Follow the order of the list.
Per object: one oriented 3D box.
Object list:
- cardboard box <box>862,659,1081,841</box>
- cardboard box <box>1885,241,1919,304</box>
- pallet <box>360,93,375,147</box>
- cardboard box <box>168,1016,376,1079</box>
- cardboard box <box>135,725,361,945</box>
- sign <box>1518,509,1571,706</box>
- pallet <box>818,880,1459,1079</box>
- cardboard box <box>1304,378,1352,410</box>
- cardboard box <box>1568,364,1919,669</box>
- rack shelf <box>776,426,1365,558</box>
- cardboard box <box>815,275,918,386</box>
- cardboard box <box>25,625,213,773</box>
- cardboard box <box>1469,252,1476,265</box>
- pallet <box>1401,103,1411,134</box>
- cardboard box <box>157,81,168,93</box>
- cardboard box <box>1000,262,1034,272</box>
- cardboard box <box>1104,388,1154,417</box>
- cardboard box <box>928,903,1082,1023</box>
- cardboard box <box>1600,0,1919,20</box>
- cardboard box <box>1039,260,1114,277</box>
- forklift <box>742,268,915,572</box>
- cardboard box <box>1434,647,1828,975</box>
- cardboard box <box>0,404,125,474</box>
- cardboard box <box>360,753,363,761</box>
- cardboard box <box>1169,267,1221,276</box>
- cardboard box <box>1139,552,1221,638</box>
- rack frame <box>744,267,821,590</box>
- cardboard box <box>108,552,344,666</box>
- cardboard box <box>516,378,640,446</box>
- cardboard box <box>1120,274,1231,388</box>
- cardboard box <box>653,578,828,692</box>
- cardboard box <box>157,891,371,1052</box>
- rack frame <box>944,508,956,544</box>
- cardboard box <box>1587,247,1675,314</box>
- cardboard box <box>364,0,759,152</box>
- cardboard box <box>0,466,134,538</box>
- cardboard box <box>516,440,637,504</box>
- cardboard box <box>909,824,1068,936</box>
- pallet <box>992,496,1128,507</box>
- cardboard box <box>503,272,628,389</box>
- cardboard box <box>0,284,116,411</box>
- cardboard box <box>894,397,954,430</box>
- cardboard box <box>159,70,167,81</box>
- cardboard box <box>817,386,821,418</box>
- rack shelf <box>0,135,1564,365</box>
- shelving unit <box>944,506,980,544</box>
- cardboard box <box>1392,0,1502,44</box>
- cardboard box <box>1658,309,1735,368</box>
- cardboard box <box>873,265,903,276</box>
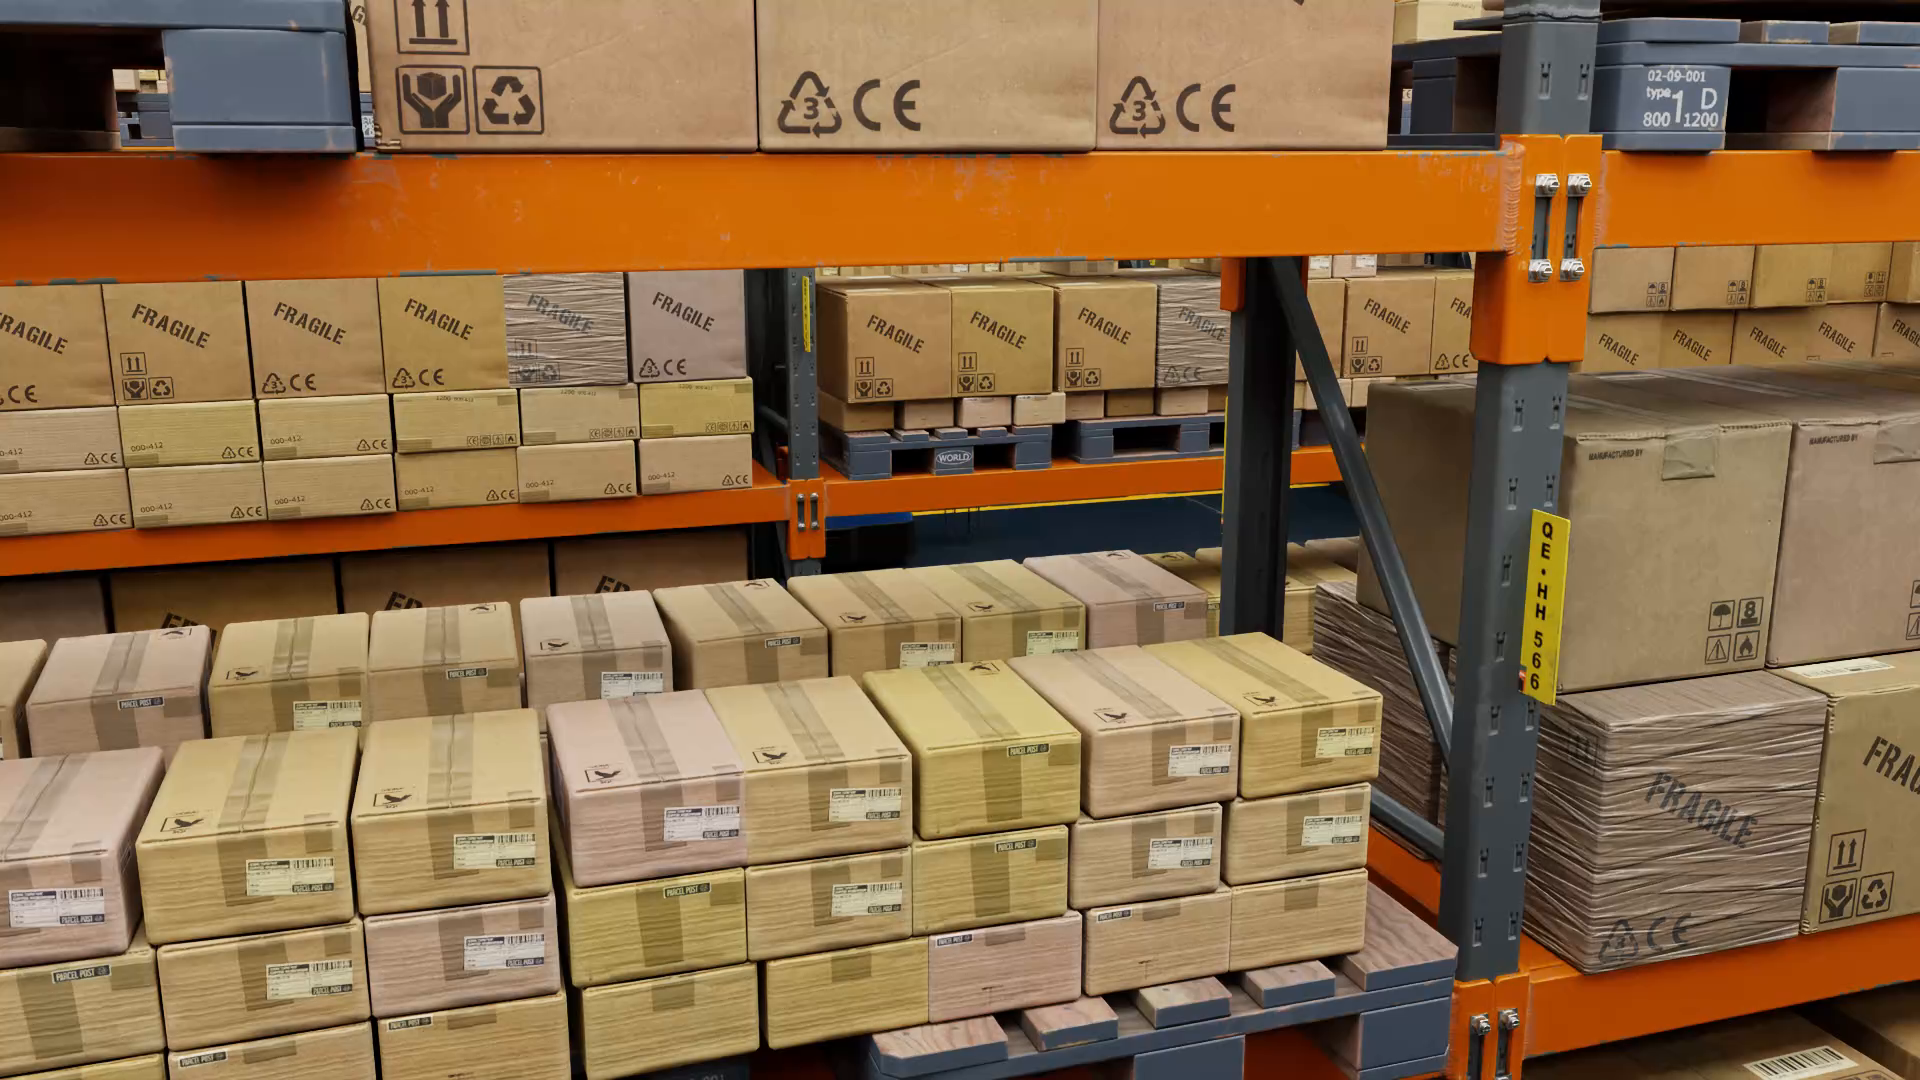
[{"bbox_3d":[0.009,0.324,2.647,0.250,0.149,0.380,-4,14,-16],"label":"cardboard box"},{"bbox_3d":[5.375,-1.645,9.558,0.500,0.500,0.700,-5,14,-19],"label":"cardboard box"},{"bbox_3d":[-2.512,-1.782,7.077,1.213,0.211,1.003,-4,14,-15],"label":"pallet"},{"bbox_3d":[-0.981,0.691,2.390,0.250,0.149,0.380,-5,14,-21],"label":"cardboard box"},{"bbox_3d":[-0.977,0.401,2.325,0.250,0.149,0.380,-4,14,-16],"label":"cardboard box"},{"bbox_3d":[0.997,0.115,2.845,0.005,0.325,0.100,-4,14,-18],"label":"sign"},{"bbox_3d":[0.173,0.691,3.170,1.003,0.211,1.213,-4,14,-18],"label":"pallet"},{"bbox_3d":[1.803,-0.773,8.547,0.250,0.149,0.380,-4,14,-18],"label":"cardboard box"},{"bbox_3d":[1.722,-0.082,3.628,0.500,0.500,0.700,-5,14,-19],"label":"cardboard box"},{"bbox_3d":[1.036,-0.354,8.704,4.000,0.370,1.077,-4,14,-18],"label":"rack shelf"},{"bbox_3d":[-0.518,-1.049,8.303,0.500,0.500,0.500,-5,14,-20],"label":"cardboard box"},{"bbox_3d":[-1.423,0.277,2.846,0.250,0.149,0.380,-5,14,-21],"label":"cardboard box"},{"bbox_3d":[4.398,-2.481,14.475,0.250,0.149,0.380,-4,14,-17],"label":"cardboard box"},{"bbox_3d":[2.312,-2.197,8.823,1.003,0.211,1.213,-4,14,-18],"label":"pallet"},{"bbox_3d":[-5.096,-2.926,10.900,0.250,0.149,0.380,-4,14,-17],"label":"cardboard box"},{"bbox_3d":[0.397,-2.152,13.092,0.250,0.149,0.380,-5,14,-20],"label":"cardboard box"},{"bbox_3d":[0.786,-0.725,8.346,0.250,0.149,0.380,-4,14,-16],"label":"cardboard box"},{"bbox_3d":[0.014,0.614,2.715,0.250,0.149,0.380,-4,14,-17],"label":"cardboard box"},{"bbox_3d":[1.571,-1.152,3.092,0.500,0.311,0.500,-4,14,-18],"label":"cardboard box"},{"bbox_3d":[0.601,-1.452,8.598,0.250,0.149,0.380,-5,14,-21],"label":"cardboard box"},{"bbox_3d":[-1.881,-1.241,11.024,3.031,2.935,1.130,-5,14,-20],"label":"forklift"},{"bbox_3d":[1.326,0.499,3.346,0.500,0.500,0.500,-4,14,-17],"label":"cardboard box"},{"bbox_3d":[-3.659,-0.447,6.783,0.500,0.250,0.500,-4,14,-17],"label":"cardboard box"},{"bbox_3d":[-1.182,0.403,2.960,0.250,0.149,0.380,-4,14,-16],"label":"cardboard box"},{"bbox_3d":[1.448,-1.207,8.969,0.500,0.500,0.500,-5,14,-18],"label":"cardboard box"},{"bbox_3d":[1.096,0.367,8.888,0.625,0.372,0.950,-4,14,-16],"label":"cardboard box"},{"bbox_3d":[-0.860,-0.557,8.000,0.127,3.000,1.000,-4,14,-18],"label":"rack frame"},{"bbox_3d":[-3.235,0.436,7.510,0.875,0.875,0.875,-4,14,-16],"label":"cardboard box"},{"bbox_3d":[-1.723,-0.597,7.413,0.500,0.250,0.500,-5,14,-20],"label":"cardboard box"},{"bbox_3d":[1.110,-1.052,8.319,0.500,0.500,0.500,-5,14,-20],"label":"cardboard box"},{"bbox_3d":[-0.424,0.199,3.175,0.250,0.149,0.380,-5,14,-20],"label":"cardboard box"},{"bbox_3d":[-0.975,0.546,2.358,0.250,0.149,0.380,-5,14,-19],"label":"cardboard box"},{"bbox_3d":[-0.073,-0.578,11.980,0.006,1.200,0.240,-4,14,-18],"label":"rack frame"},{"bbox_3d":[3.417,-1.516,9.016,0.500,0.500,0.700,-5,14,-19],"label":"cardboard box"},{"bbox_3d":[-0.591,-0.813,2.379,0.500,0.500,0.500,-4,14,-18],"label":"cardboard box"},{"bbox_3d":[-3.660,-0.201,6.832,0.500,0.250,0.500,-5,14,-19],"label":"cardboard box"},{"bbox_3d":[-1.736,-0.348,7.448,0.500,0.250,0.500,-4,14,-17],"label":"cardboard box"},{"bbox_3d":[-0.010,0.471,2.672,0.250,0.149,0.380,-4,14,-17],"label":"cardboard box"},{"bbox_3d":[0.659,-0.521,13.875,1.213,0.211,1.003,-4,14,-18],"label":"pallet"},{"bbox_3d":[-1.750,-0.956,7.305,0.500,0.500,0.500,-4,14,-17],"label":"cardboard box"},{"bbox_3d":[-3.669,-0.809,6.687,0.500,0.500,0.500,-5,14,-18],"label":"cardboard box"},{"bbox_3d":[-0.214,-0.635,7.967,0.250,0.149,0.380,-5,14,-22],"label":"cardboard box"},{"bbox_3d":[-5.095,-3.080,10.903,0.250,0.149,0.380,-5,14,-19],"label":"cardboard box"},{"bbox_3d":[-0.624,-0.714,8.299,0.250,0.149,0.380,-4,14,-16],"label":"cardboard box"},{"bbox_3d":[-1.081,-0.440,2.583,4.000,0.370,1.077,-4,14,-18],"label":"rack shelf"},{"bbox_3d":[0.014,-0.585,12.008,0.189,1.200,0.258,-4,14,-18],"label":"shelving unit"},{"bbox_3d":[2.422,-2.615,8.508,0.500,0.250,0.500,-4,14,-17],"label":"cardboard box"},{"bbox_3d":[3.905,-1.059,9.252,0.500,0.500,0.500,-5,14,-18],"label":"cardboard box"},{"bbox_3d":[-0.615,-2.106,12.897,0.250,0.149,0.380,-4,14,-18],"label":"cardboard box"}]
